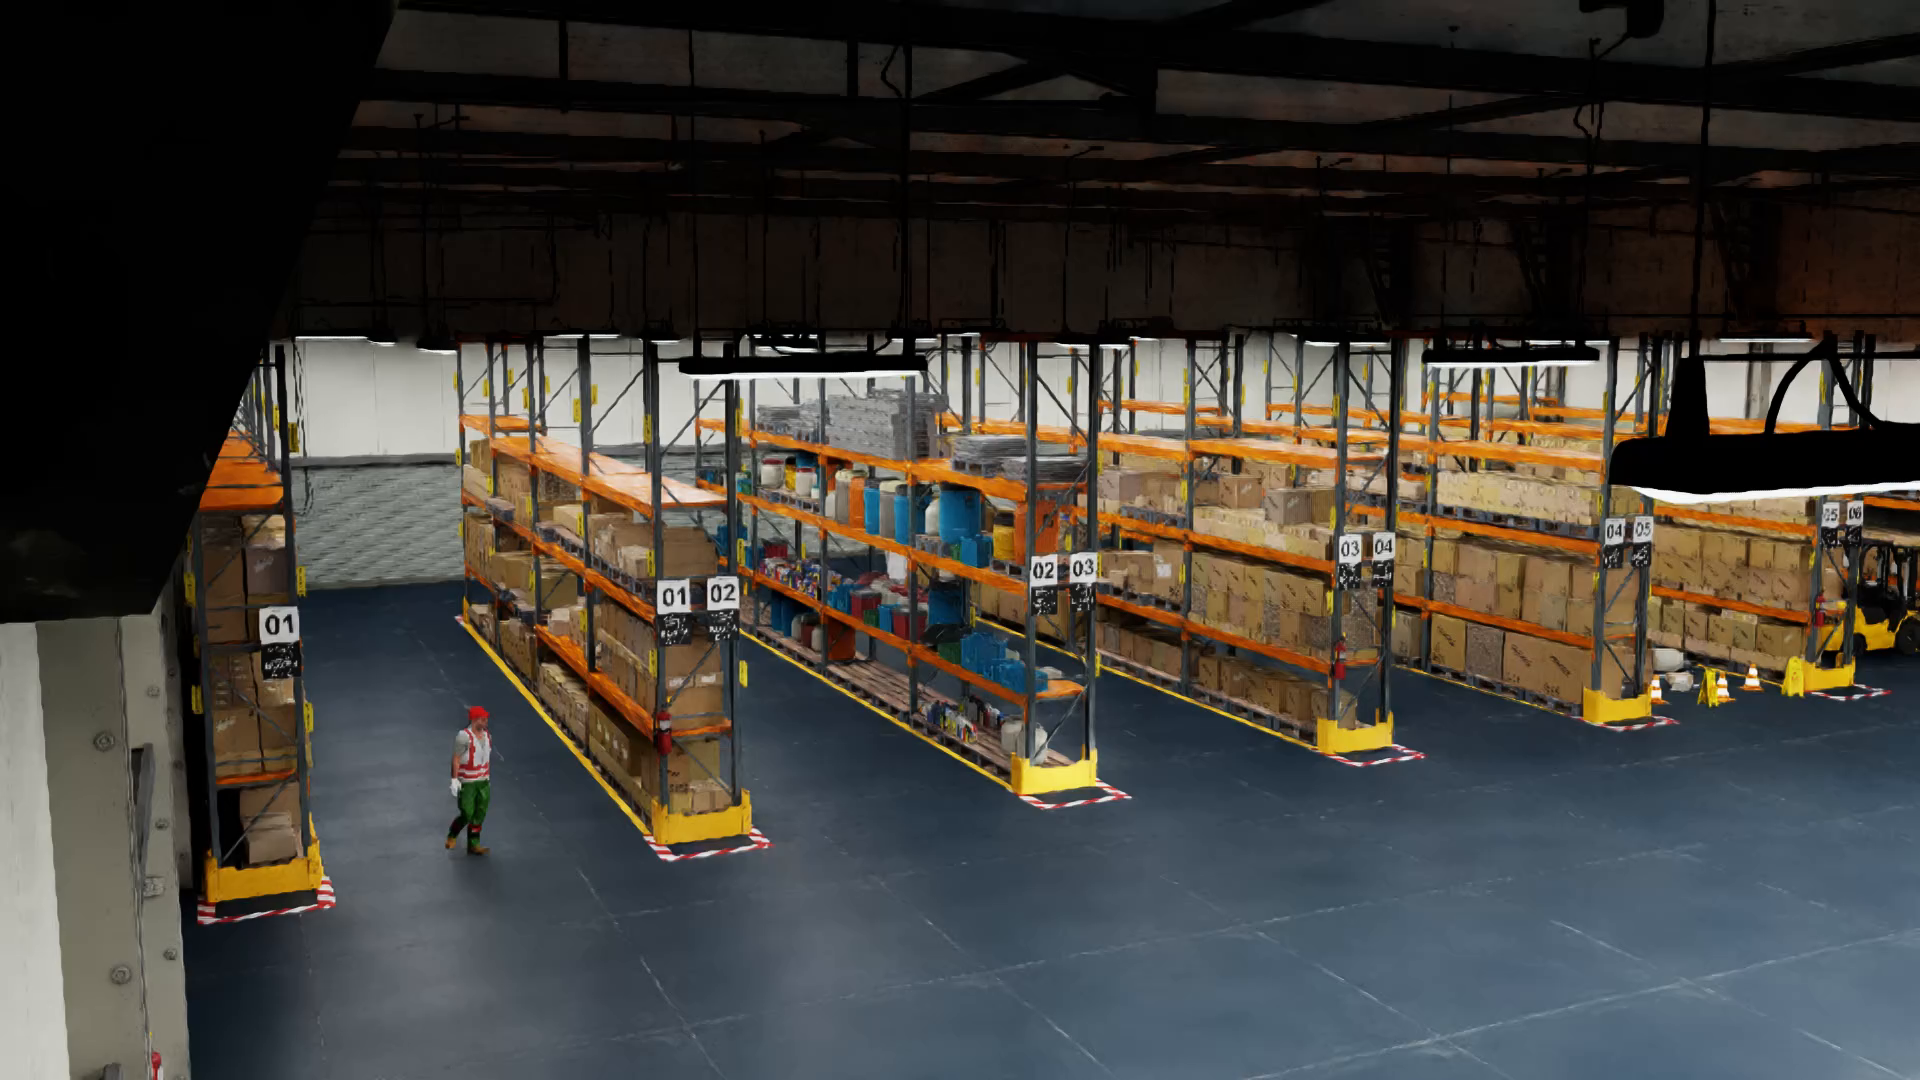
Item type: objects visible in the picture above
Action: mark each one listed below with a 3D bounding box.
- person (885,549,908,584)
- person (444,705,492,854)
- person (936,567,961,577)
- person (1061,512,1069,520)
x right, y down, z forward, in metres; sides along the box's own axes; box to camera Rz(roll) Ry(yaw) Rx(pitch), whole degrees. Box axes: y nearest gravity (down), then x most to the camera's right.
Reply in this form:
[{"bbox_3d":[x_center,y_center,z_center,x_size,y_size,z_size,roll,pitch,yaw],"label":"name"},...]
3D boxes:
[{"bbox_3d":[-1.323,0.650,35.973,0.640,1.665,0.505,6,9,35],"label":"person"},{"bbox_3d":[-5.791,2.820,19.622,0.573,1.780,0.591,5,9,30],"label":"person"},{"bbox_3d":[-0.196,0.964,33.175,0.615,1.783,0.457,6,9,35],"label":"person"},{"bbox_3d":[2.587,0.000,41.261,0.523,1.584,0.561,-1,8,-9],"label":"person"}]
